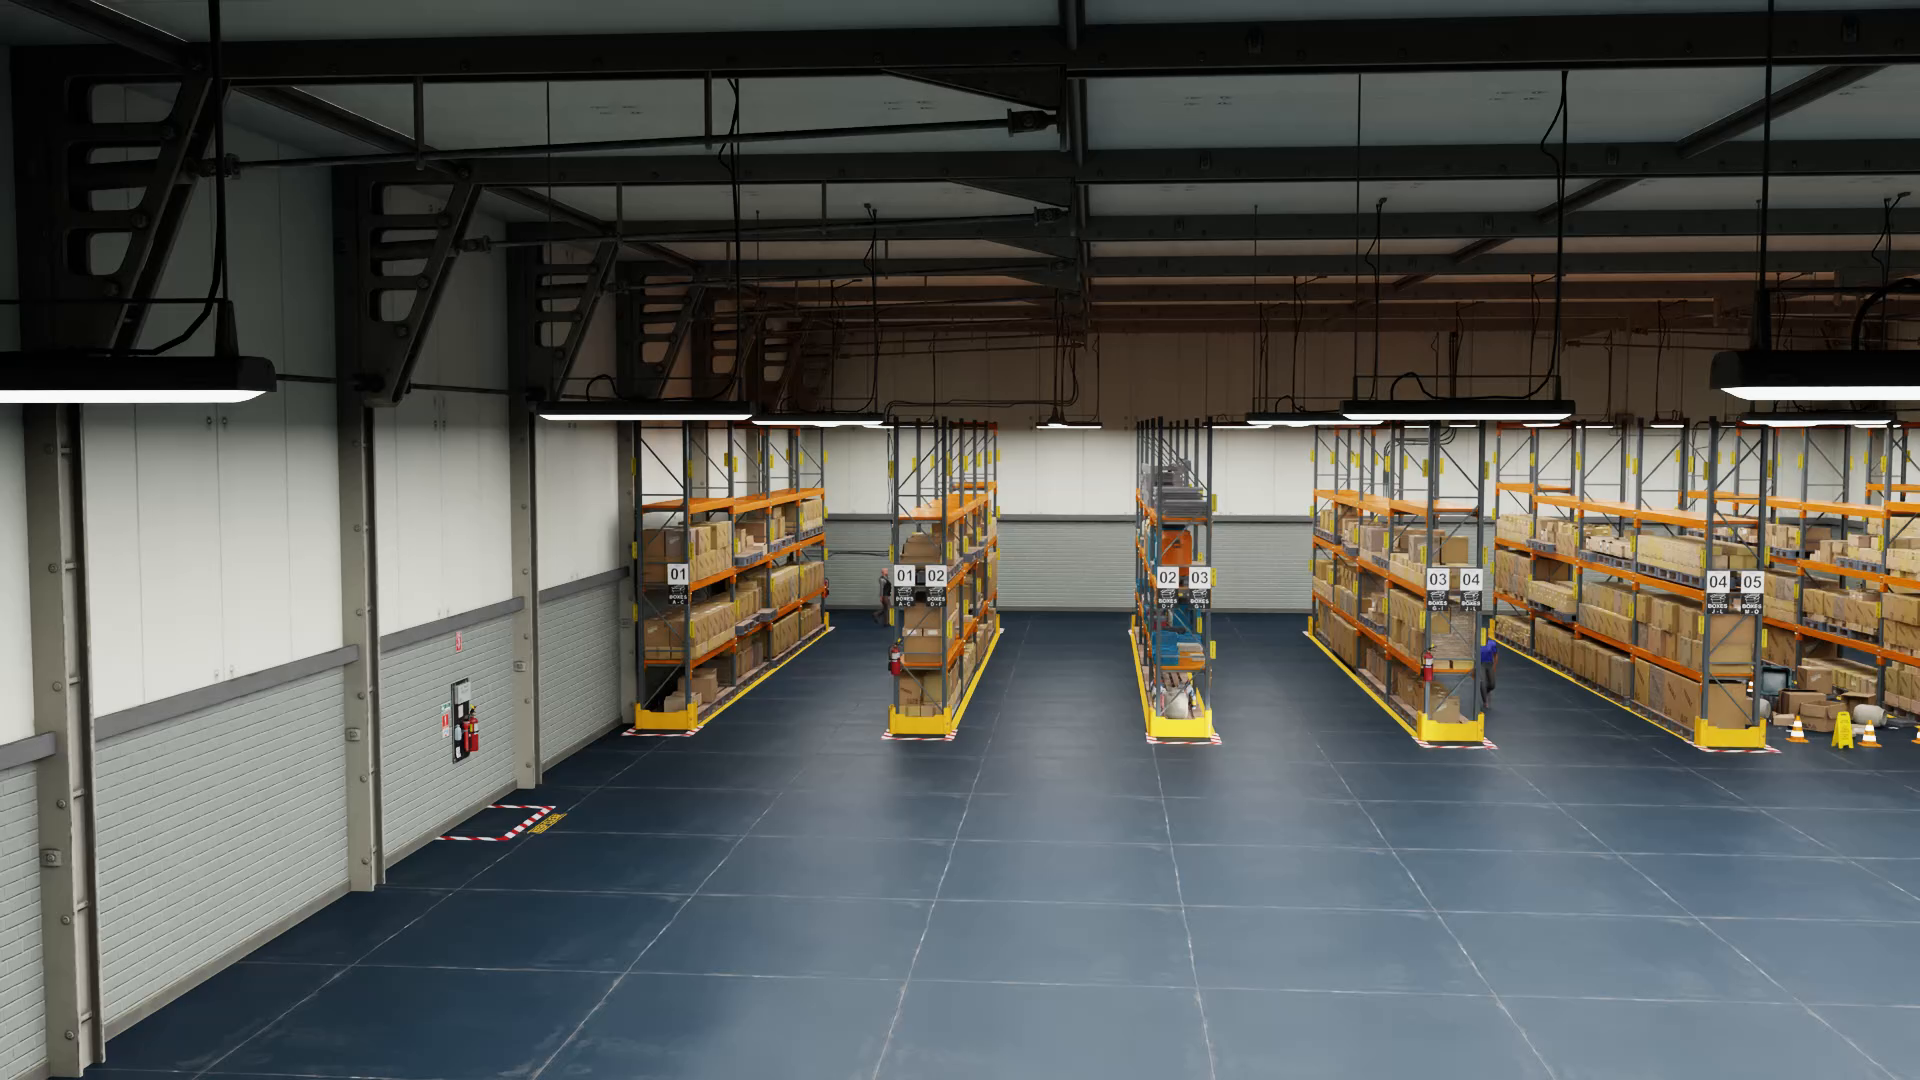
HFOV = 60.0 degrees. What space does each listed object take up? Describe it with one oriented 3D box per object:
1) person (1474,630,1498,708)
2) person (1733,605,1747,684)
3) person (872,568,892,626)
[{"bbox_3d":[10.957,2.653,34.726,0.498,1.626,0.591,1,4,14],"label":"person"},{"bbox_3d":[17.661,2.390,37.700,0.530,1.816,0.556,0,4,-8],"label":"person"},{"bbox_3d":[-2.259,1.669,48.865,0.708,1.705,0.514,0,4,1],"label":"person"}]
